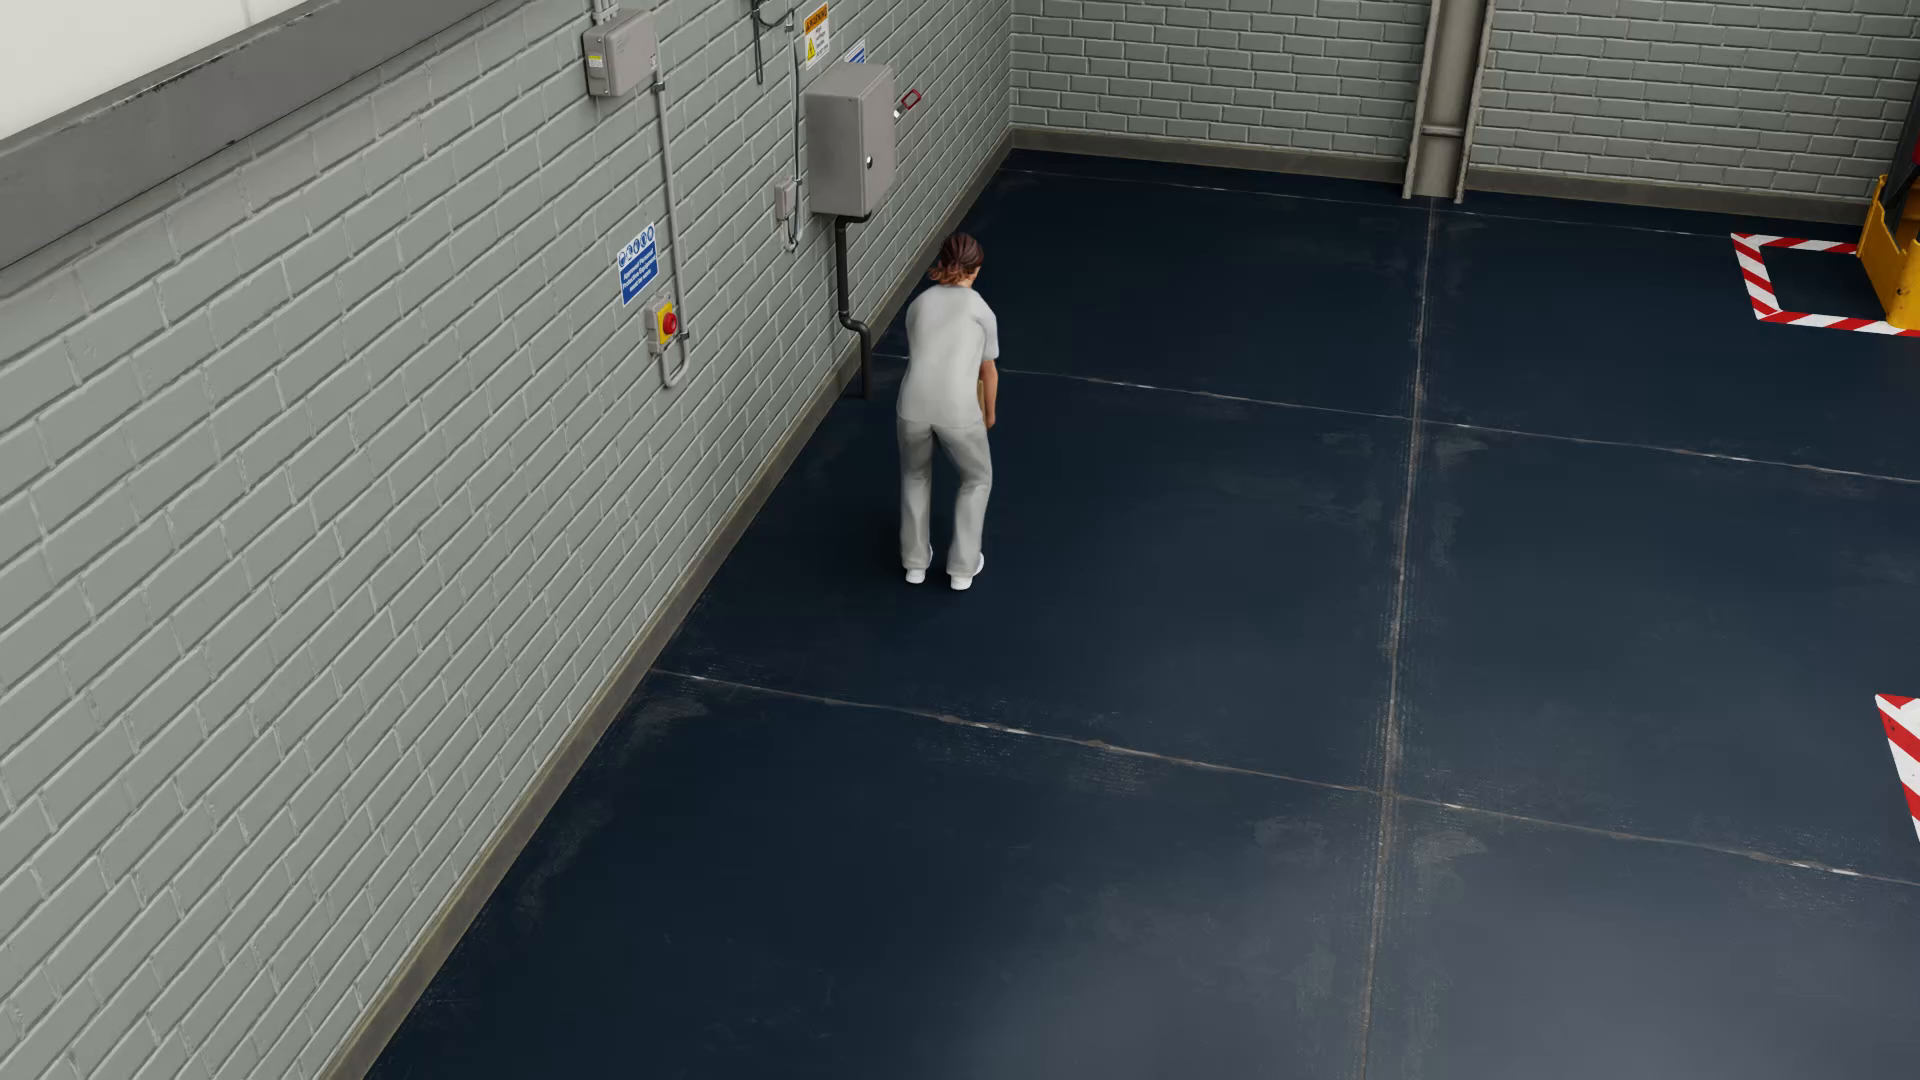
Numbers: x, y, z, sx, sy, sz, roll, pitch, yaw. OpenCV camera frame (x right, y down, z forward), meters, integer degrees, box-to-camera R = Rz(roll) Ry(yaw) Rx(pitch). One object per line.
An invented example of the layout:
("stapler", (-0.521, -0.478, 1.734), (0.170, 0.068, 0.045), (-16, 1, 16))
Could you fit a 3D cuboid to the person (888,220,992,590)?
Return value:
("person", (-0.071, -0.594, 7.070), (0.411, 1.668, 0.500), (8, 34, 12))
